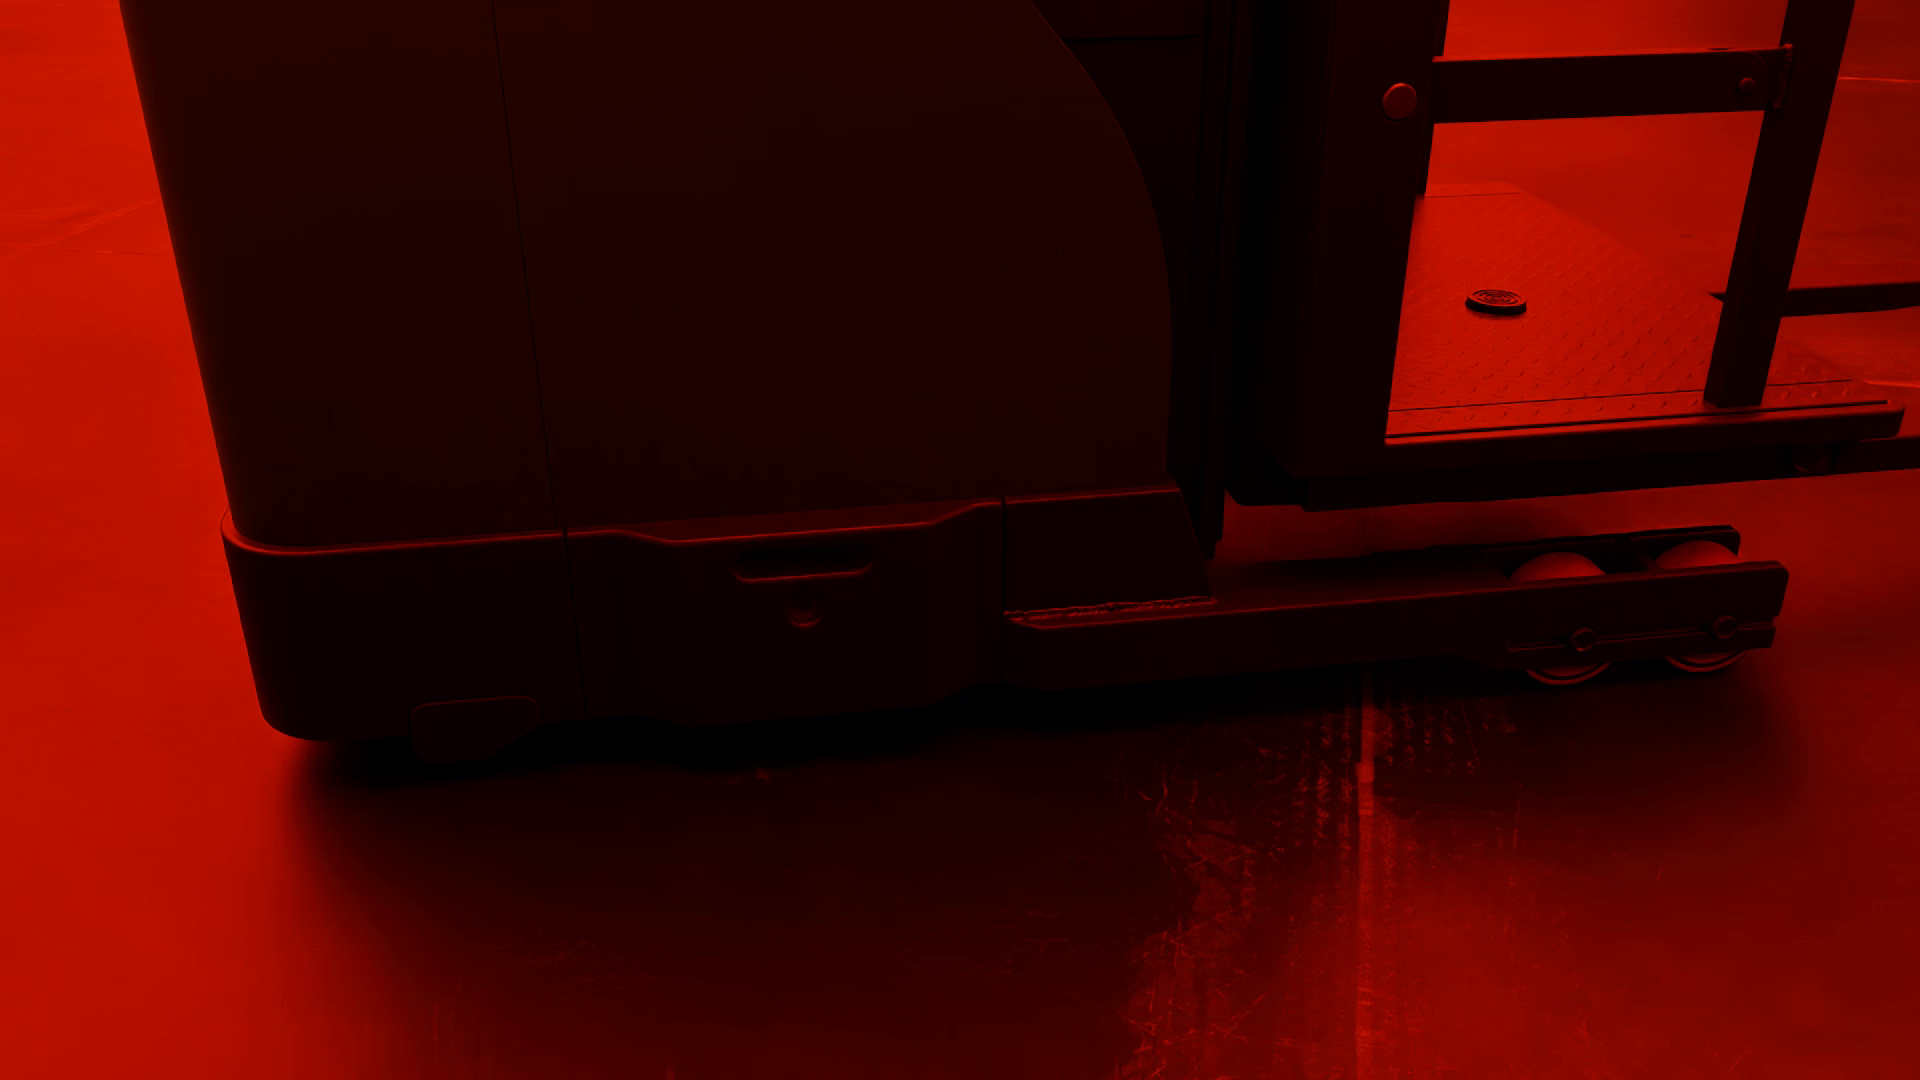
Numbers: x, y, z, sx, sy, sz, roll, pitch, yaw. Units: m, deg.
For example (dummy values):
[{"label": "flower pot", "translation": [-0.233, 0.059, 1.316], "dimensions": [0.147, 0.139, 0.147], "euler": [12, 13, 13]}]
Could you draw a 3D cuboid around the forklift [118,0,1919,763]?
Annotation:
[{"label": "forklift", "translation": [0.600, -1.354, 1.930], "dimensions": [3.031, 2.935, 1.130], "euler": [-4, 27, -9]}]
